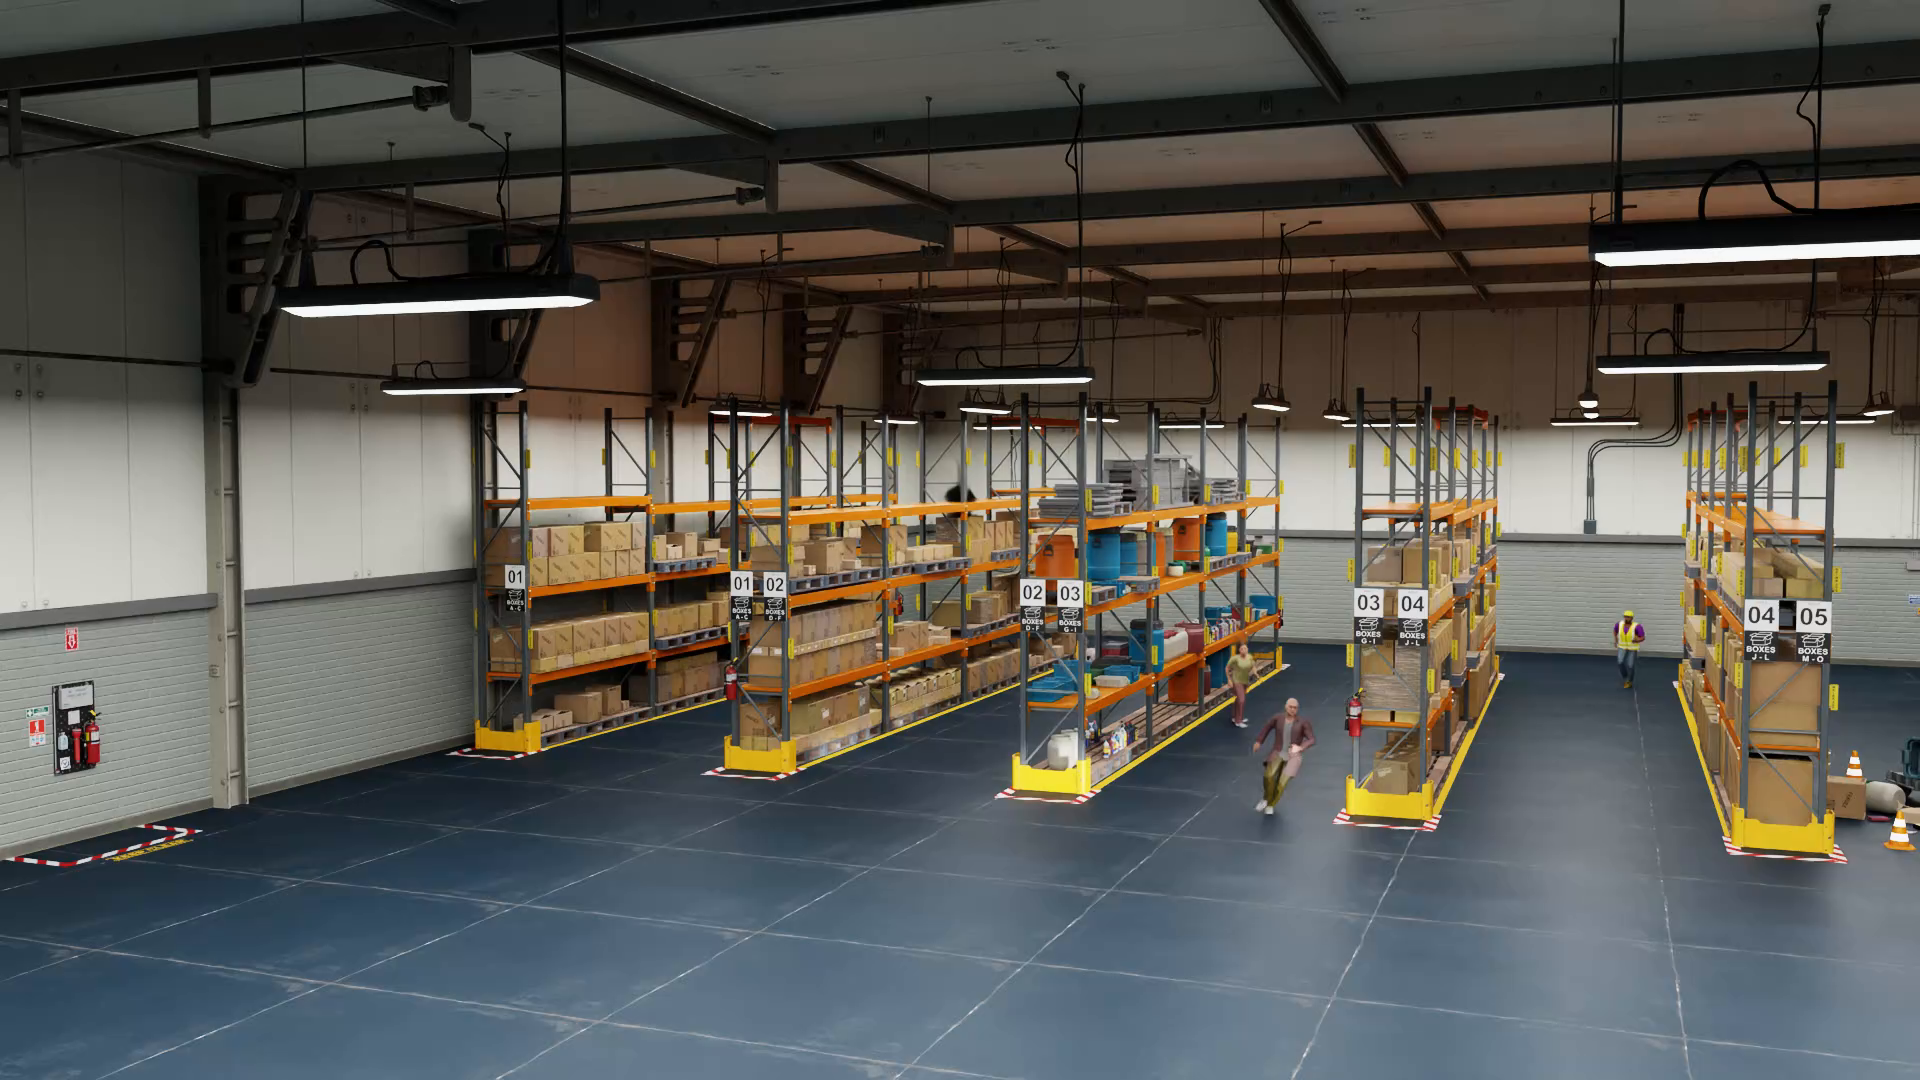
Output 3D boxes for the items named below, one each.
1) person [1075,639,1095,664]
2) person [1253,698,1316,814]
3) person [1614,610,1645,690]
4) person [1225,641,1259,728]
[{"bbox_3d":[2.580,2.659,32.766,0.638,1.511,0.796,2,3,30],"label":"person"},{"bbox_3d":[4.516,3.029,23.235,0.903,1.659,0.728,1,3,16],"label":"person"},{"bbox_3d":[14.590,2.392,36.303,0.691,1.746,0.829,2,3,32],"label":"person"},{"bbox_3d":[5.297,2.689,31.217,0.595,1.607,0.805,-2,3,-33],"label":"person"}]
